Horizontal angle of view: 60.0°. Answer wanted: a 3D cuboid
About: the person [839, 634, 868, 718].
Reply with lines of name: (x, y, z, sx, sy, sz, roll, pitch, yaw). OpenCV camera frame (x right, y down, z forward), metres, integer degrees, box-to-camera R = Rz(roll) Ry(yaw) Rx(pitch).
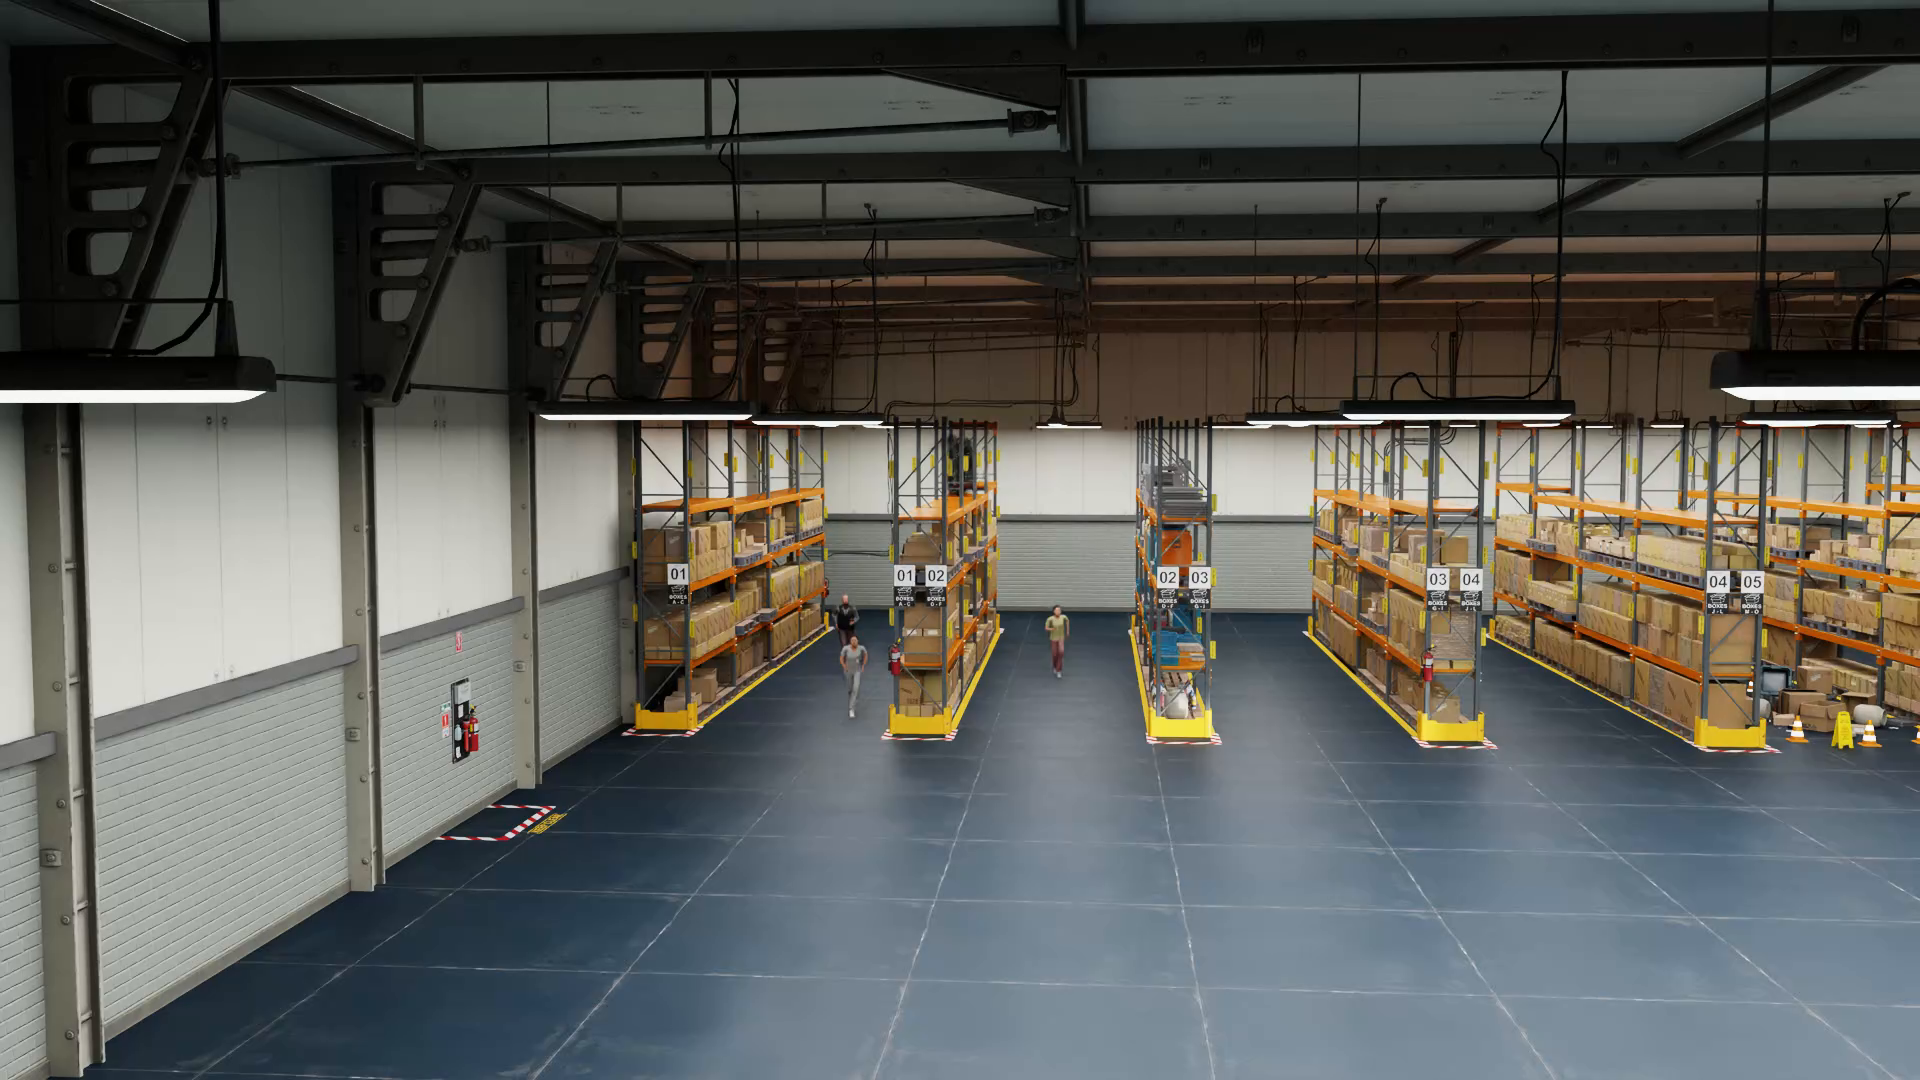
person: (-2.165, 2.819, 33.779, 0.553, 1.438, 1.060, 0, 4, 0)

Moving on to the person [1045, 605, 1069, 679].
person: (2.266, 2.357, 38.878, 0.600, 1.700, 0.820, 0, 4, -5)

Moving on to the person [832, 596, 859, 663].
person: (-2.796, 2.212, 40.683, 0.670, 1.718, 0.838, 0, 4, -6)
